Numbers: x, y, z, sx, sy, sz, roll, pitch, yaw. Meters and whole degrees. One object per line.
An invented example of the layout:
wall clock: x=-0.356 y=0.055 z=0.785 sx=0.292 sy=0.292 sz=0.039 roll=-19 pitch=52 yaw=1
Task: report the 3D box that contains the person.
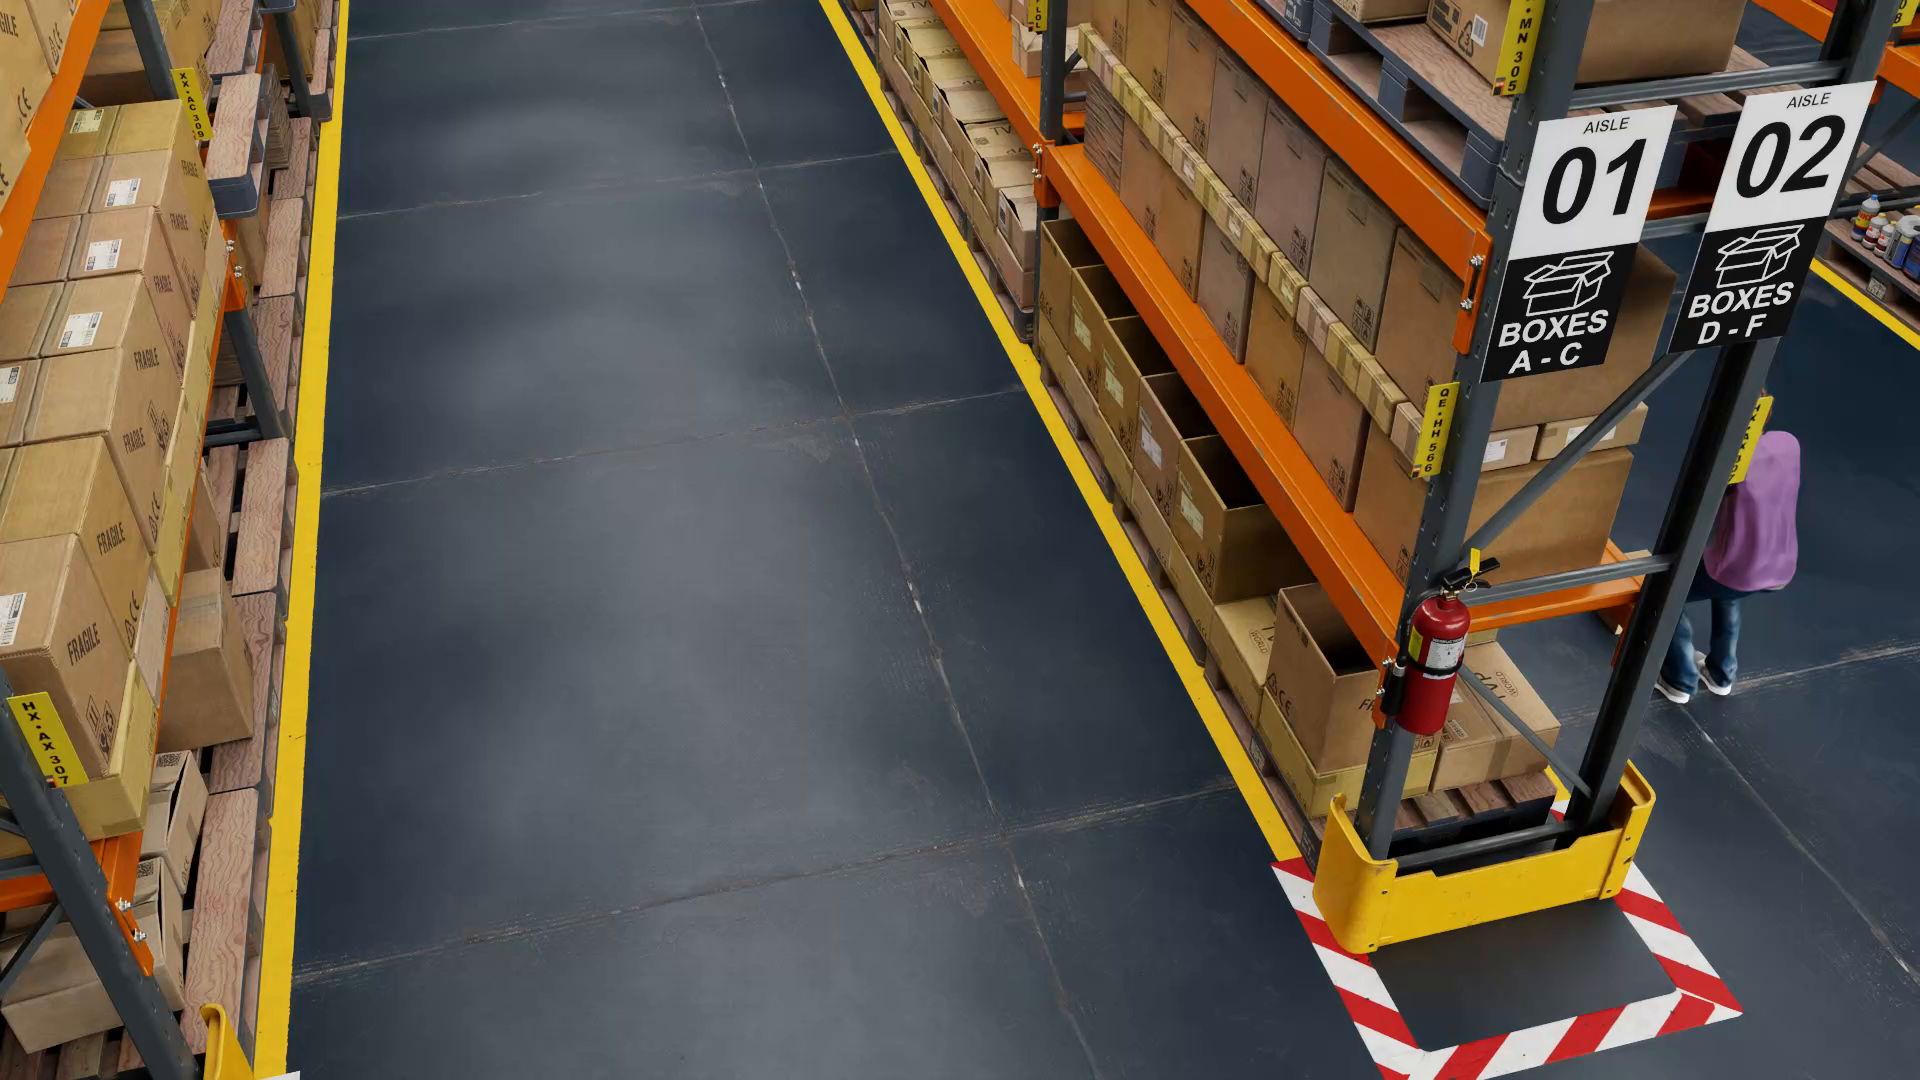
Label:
person: x=3.112 y=0.056 z=6.794 sx=0.454 sy=1.429 sz=0.540 roll=-9 pitch=40 yaw=-11
